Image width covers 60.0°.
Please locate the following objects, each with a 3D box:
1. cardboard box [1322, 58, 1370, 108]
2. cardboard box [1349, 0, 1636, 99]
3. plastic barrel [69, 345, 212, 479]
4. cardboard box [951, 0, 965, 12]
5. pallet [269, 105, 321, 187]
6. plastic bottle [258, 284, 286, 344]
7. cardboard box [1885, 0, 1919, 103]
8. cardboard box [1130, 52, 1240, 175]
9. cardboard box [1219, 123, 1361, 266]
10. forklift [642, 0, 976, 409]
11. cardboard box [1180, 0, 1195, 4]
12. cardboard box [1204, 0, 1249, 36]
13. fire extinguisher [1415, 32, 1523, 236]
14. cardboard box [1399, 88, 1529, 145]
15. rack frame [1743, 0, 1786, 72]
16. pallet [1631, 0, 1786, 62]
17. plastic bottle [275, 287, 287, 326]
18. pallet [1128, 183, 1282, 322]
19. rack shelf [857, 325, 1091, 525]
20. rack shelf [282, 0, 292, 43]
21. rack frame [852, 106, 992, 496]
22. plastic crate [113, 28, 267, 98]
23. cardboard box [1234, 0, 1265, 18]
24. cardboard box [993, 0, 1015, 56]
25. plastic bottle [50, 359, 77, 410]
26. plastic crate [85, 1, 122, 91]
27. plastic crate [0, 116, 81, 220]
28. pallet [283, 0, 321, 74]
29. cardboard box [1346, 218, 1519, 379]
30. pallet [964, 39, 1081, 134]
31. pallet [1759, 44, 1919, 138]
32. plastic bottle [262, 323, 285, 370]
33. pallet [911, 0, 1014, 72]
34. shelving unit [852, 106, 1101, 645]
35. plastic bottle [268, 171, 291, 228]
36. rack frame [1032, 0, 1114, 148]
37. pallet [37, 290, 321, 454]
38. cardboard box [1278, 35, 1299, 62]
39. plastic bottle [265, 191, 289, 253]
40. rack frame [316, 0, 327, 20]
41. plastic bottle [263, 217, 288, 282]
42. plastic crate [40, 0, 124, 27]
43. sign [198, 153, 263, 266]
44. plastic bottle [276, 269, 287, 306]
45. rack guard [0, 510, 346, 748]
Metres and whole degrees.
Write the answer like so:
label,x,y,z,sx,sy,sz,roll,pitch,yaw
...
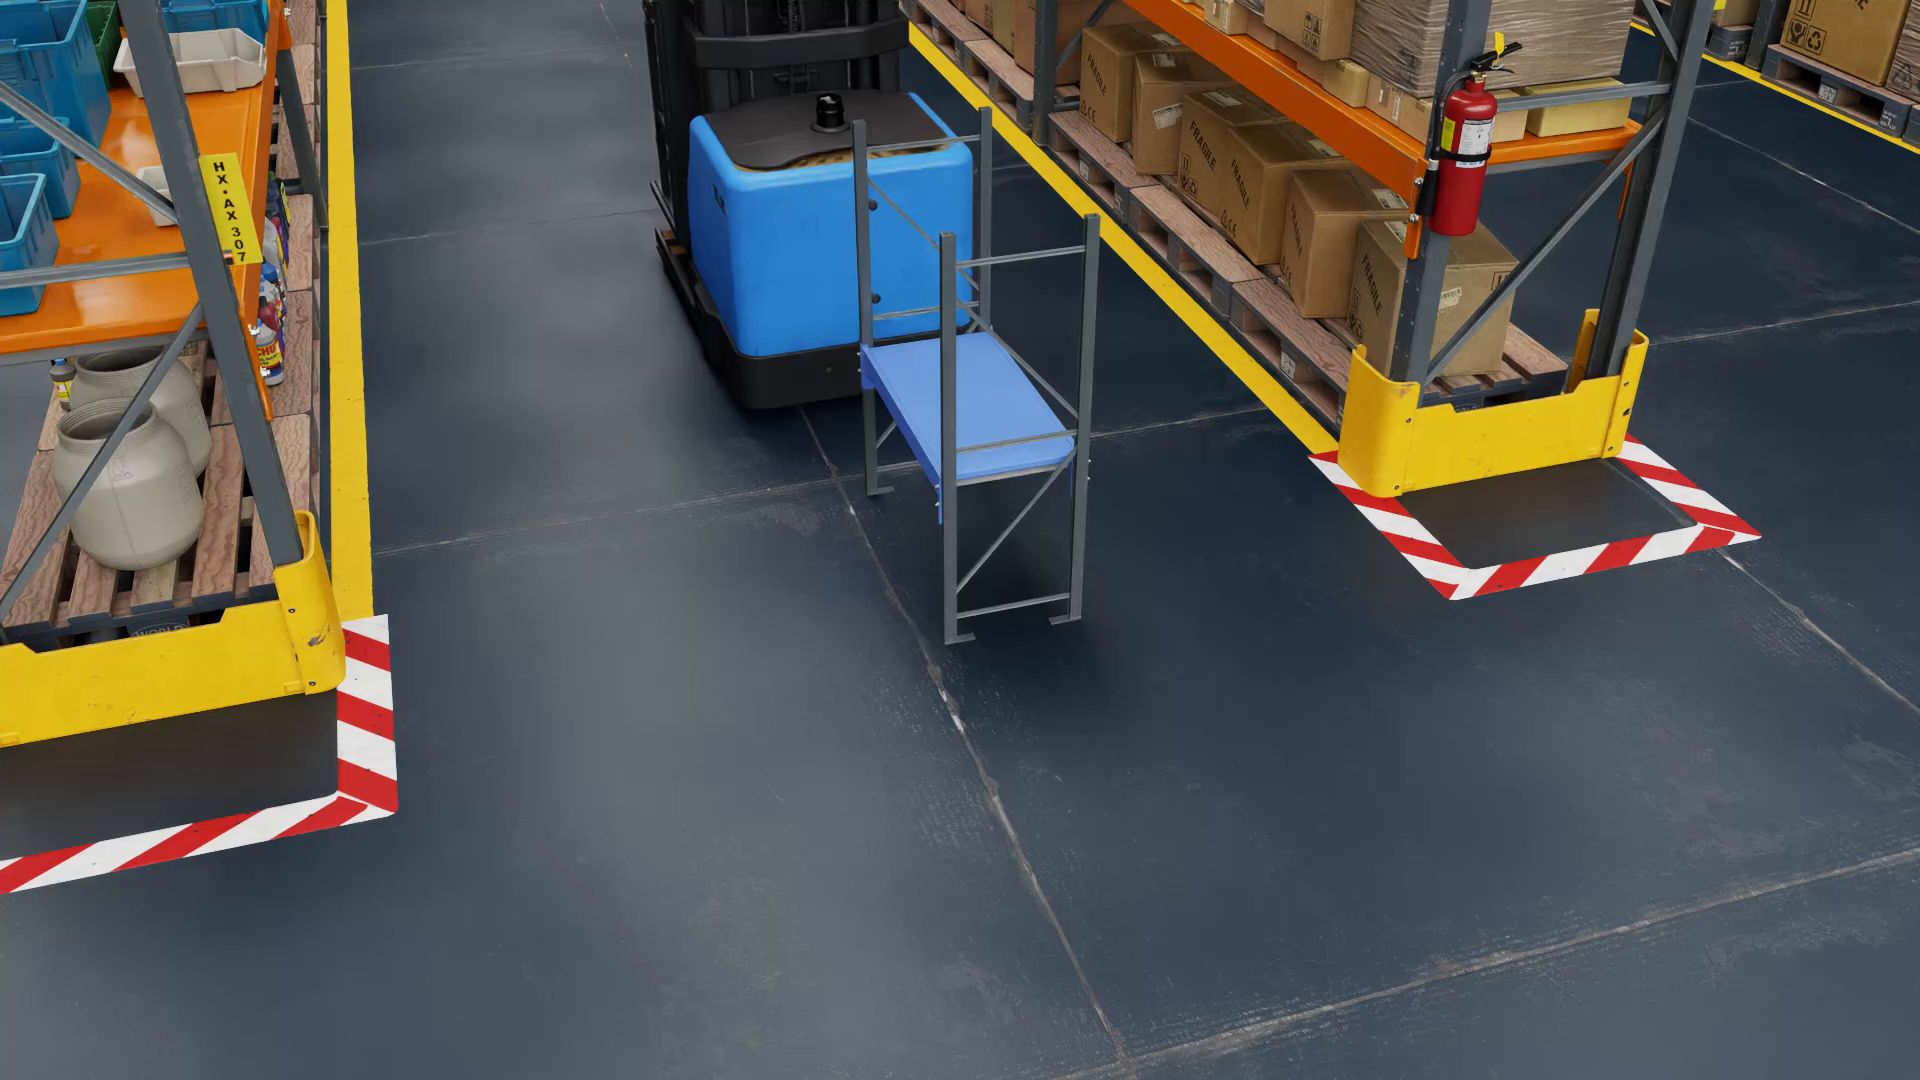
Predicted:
label,x,y,z,sx,sy,sz,roll,pitch,yaw
cardboard box,1.654,-1.820,6.511,0.380,0.149,0.250,-10,35,-15
cardboard box,1.997,-2.015,6.218,0.875,0.500,0.500,-10,35,-15
plastic barrel,-3.005,-0.456,6.095,0.421,0.512,0.421,0,33,0
cardboard box,0.283,-3.963,11.395,0.700,0.500,0.500,-7,34,-11
pallet,-4.075,-2.066,9.184,1.003,0.211,1.213,-10,35,-15
plastic bottle,-2.939,-0.953,7.047,0.097,0.271,0.097,0,33,0
cardboard box,6.077,-2.911,9.481,0.875,0.875,0.875,-10,35,-14
cardboard box,1.185,-2.272,8.854,0.500,0.500,0.500,0,33,1
cardboard box,1.576,-1.659,7.926,0.500,0.500,0.500,-7,34,-10
forklift,-0.888,-2.575,7.489,1.130,2.935,3.031,-11,35,-16
cardboard box,1.168,-2.603,7.696,0.380,0.149,0.250,-10,35,-15
cardboard box,1.298,-2.336,7.292,0.380,0.149,0.250,-10,35,-15
fire extinguisher,1.735,-1.386,5.697,0.296,0.674,0.183,-10,35,-15
cardboard box,1.855,-1.566,6.127,0.380,0.149,0.250,-10,35,-15
rack frame,5.673,-4.437,10.244,1.000,3.000,0.127,-10,35,-15
pallet,5.366,-3.666,11.607,1.003,0.211,1.213,-10,35,-15
plastic bottle,-3.000,-1.028,7.224,0.097,0.201,0.097,0,33,0
pallet,1.533,-1.504,8.335,1.003,0.211,1.213,-10,35,-15
rack shelf,0.026,-0.431,5.868,0.538,0.185,1.000,-10,35,-15
rack shelf,-4.408,-3.573,9.589,1.077,0.370,4.000,-10,35,-15
rack frame,-0.129,-0.848,6.173,0.500,1.500,0.032,-10,35,-15
plastic crate,-3.062,-1.903,6.649,0.530,0.136,0.437,-10,35,-15
cardboard box,1.619,-2.527,6.993,0.875,0.500,0.500,-10,35,-15
cardboard box,0.624,-3.376,10.507,0.700,0.500,0.500,-10,35,-15
plastic bottle,-3.556,-0.630,6.621,0.097,0.201,0.097,0,33,0
plastic crate,-3.653,-1.975,6.710,0.450,0.188,0.662,-10,35,-15
plastic crate,-3.208,-1.215,5.503,0.499,0.251,0.408,-10,35,-15
pallet,-4.819,-3.347,11.123,1.003,0.211,1.213,-10,35,-15
cardboard box,1.964,-1.019,6.958,0.500,0.500,0.500,-4,34,-6
pallet,0.680,-2.901,10.449,1.003,0.211,1.213,-10,35,-15
pallet,5.831,-2.861,10.389,1.003,0.211,1.213,-10,35,-15
plastic bottle,-2.866,-0.798,6.876,0.097,0.201,0.097,0,33,0
pallet,0.304,-3.543,11.420,1.003,0.211,1.213,-10,35,-15
shelving unit,0.026,-0.581,5.769,0.538,1.500,1.048,-10,35,-15
plastic bottle,-3.337,-1.676,8.131,0.061,0.283,0.133,-8,34,-12
rack frame,0.919,-3.656,9.062,1.000,3.000,0.127,-10,35,-15
pallet,-3.257,-0.659,7.055,1.003,0.211,1.213,-10,35,-15
cardboard box,1.556,-2.092,6.923,0.380,0.149,0.250,-10,35,-15
plastic bottle,-3.269,-1.511,7.820,0.144,0.351,0.185,-12,35,-17
rack frame,-5.018,-4.923,10.980,1.000,3.000,0.127,-10,35,-15
plastic bottle,-3.170,-1.342,7.563,0.144,0.351,0.185,-10,35,-15
plastic crate,-3.760,-2.501,7.370,0.767,0.338,0.504,-10,35,-15
sign,-2.053,-0.929,4.684,0.100,0.325,0.005,-10,35,-15
plastic bottle,-3.062,-1.136,7.387,0.097,0.201,0.097,0,33,0
rack guard,-2.646,0.288,5.361,1.175,0.500,0.348,-10,35,-15
